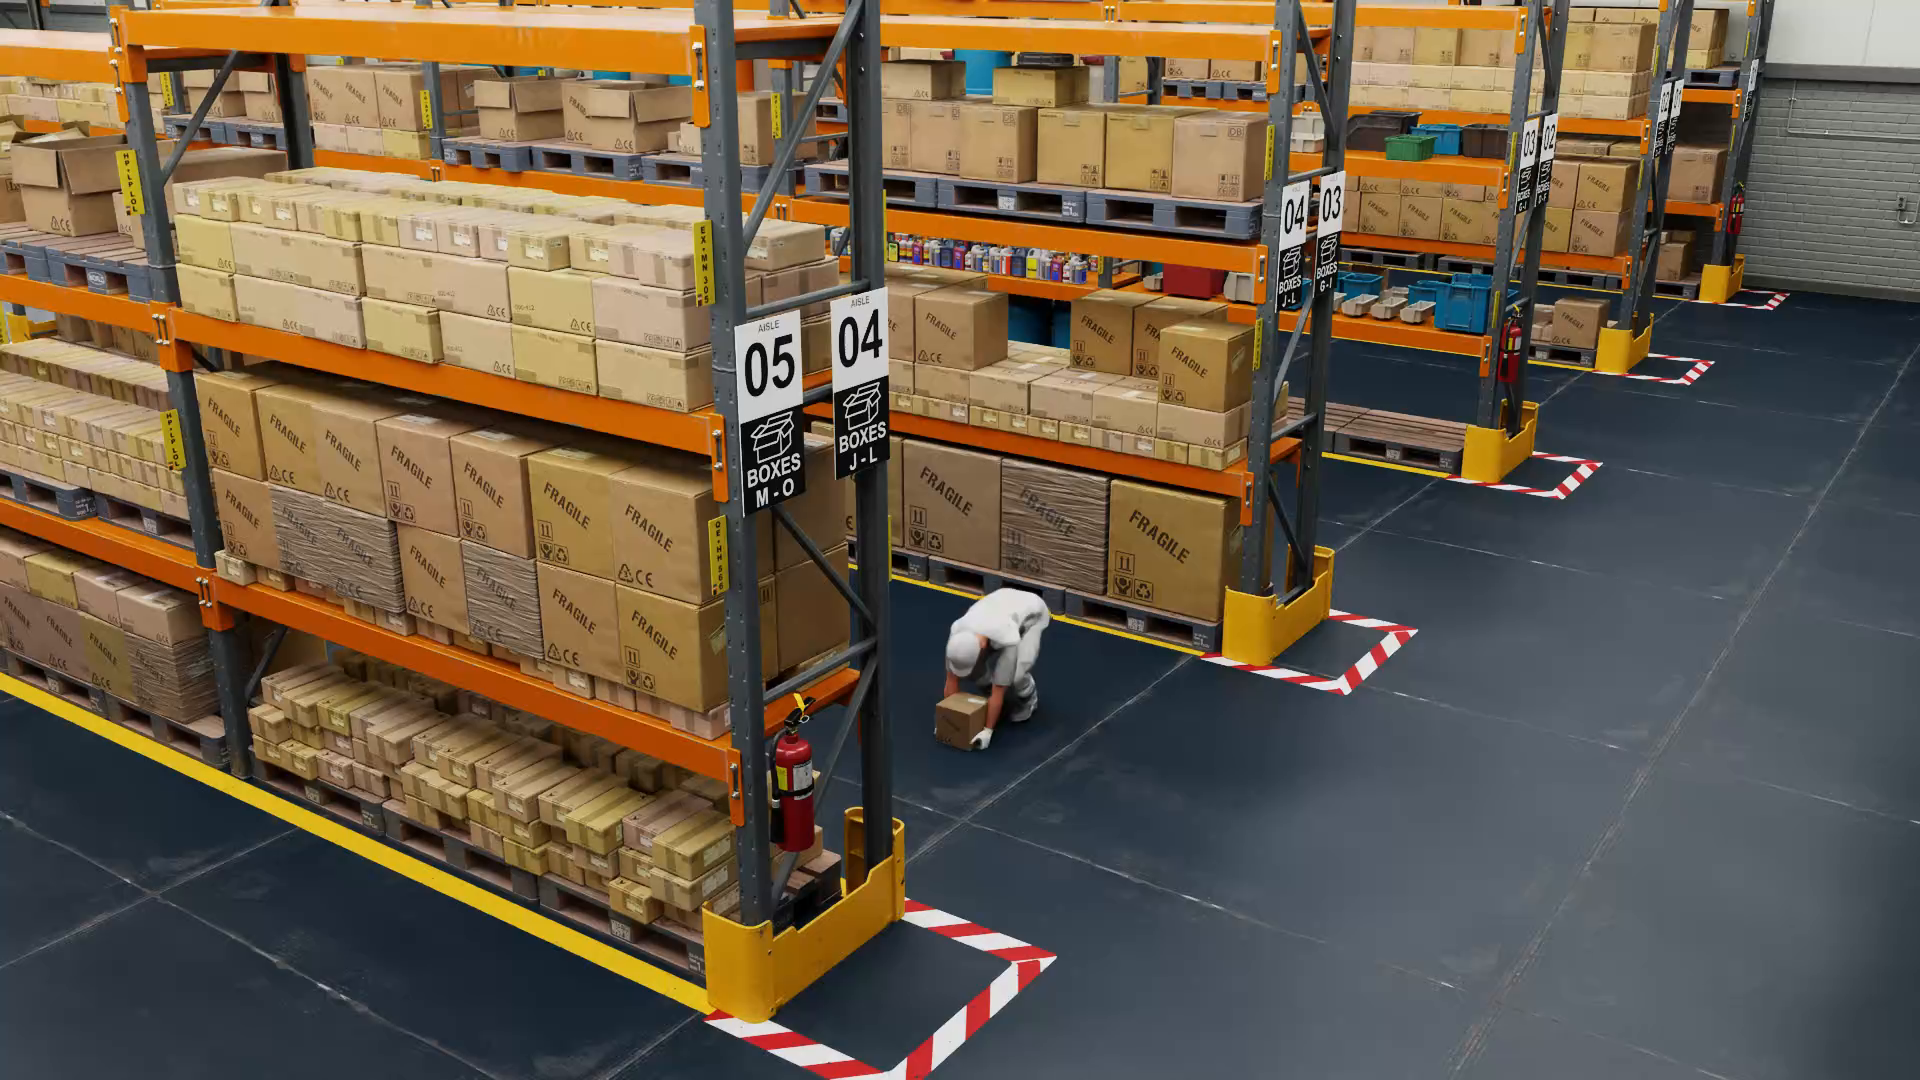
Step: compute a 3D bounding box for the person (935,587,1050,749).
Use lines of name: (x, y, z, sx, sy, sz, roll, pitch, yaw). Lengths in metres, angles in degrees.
person: (0.204, 0.775, 10.364, 0.527, 0.830, 0.966, 12, 23, 31)
